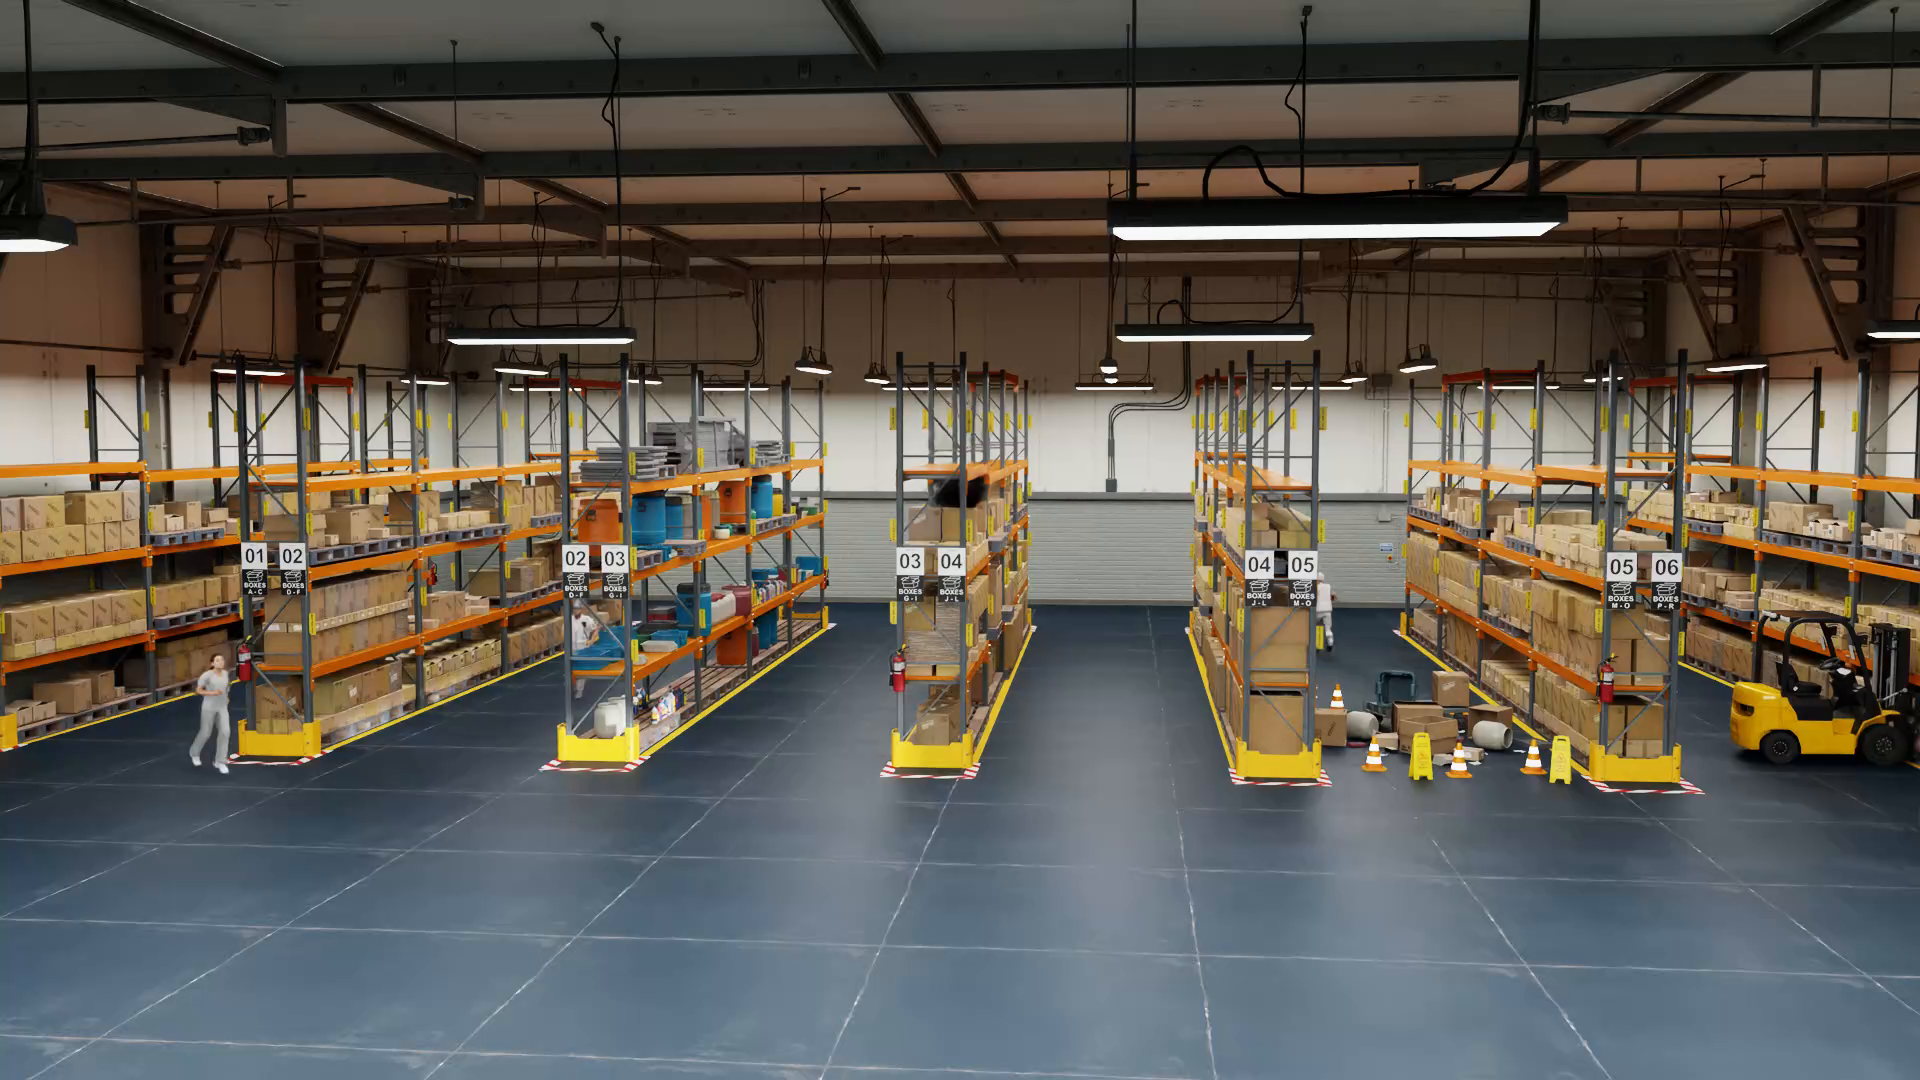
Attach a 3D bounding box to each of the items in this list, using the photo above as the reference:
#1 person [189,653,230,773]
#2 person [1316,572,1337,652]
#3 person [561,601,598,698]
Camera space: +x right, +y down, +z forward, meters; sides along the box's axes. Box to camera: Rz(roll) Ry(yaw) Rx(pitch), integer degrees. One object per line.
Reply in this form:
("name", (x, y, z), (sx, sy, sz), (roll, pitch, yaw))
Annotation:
("person", (-10.739, 2.464, 23.959), (0.874, 1.693, 0.577), (3, 5, 38))
("person", (7.781, 1.592, 35.643), (0.658, 1.779, 1.126), (0, 4, -4))
("person", (-6.958, 1.974, 30.443), (0.685, 1.764, 0.631), (0, 4, 0))
